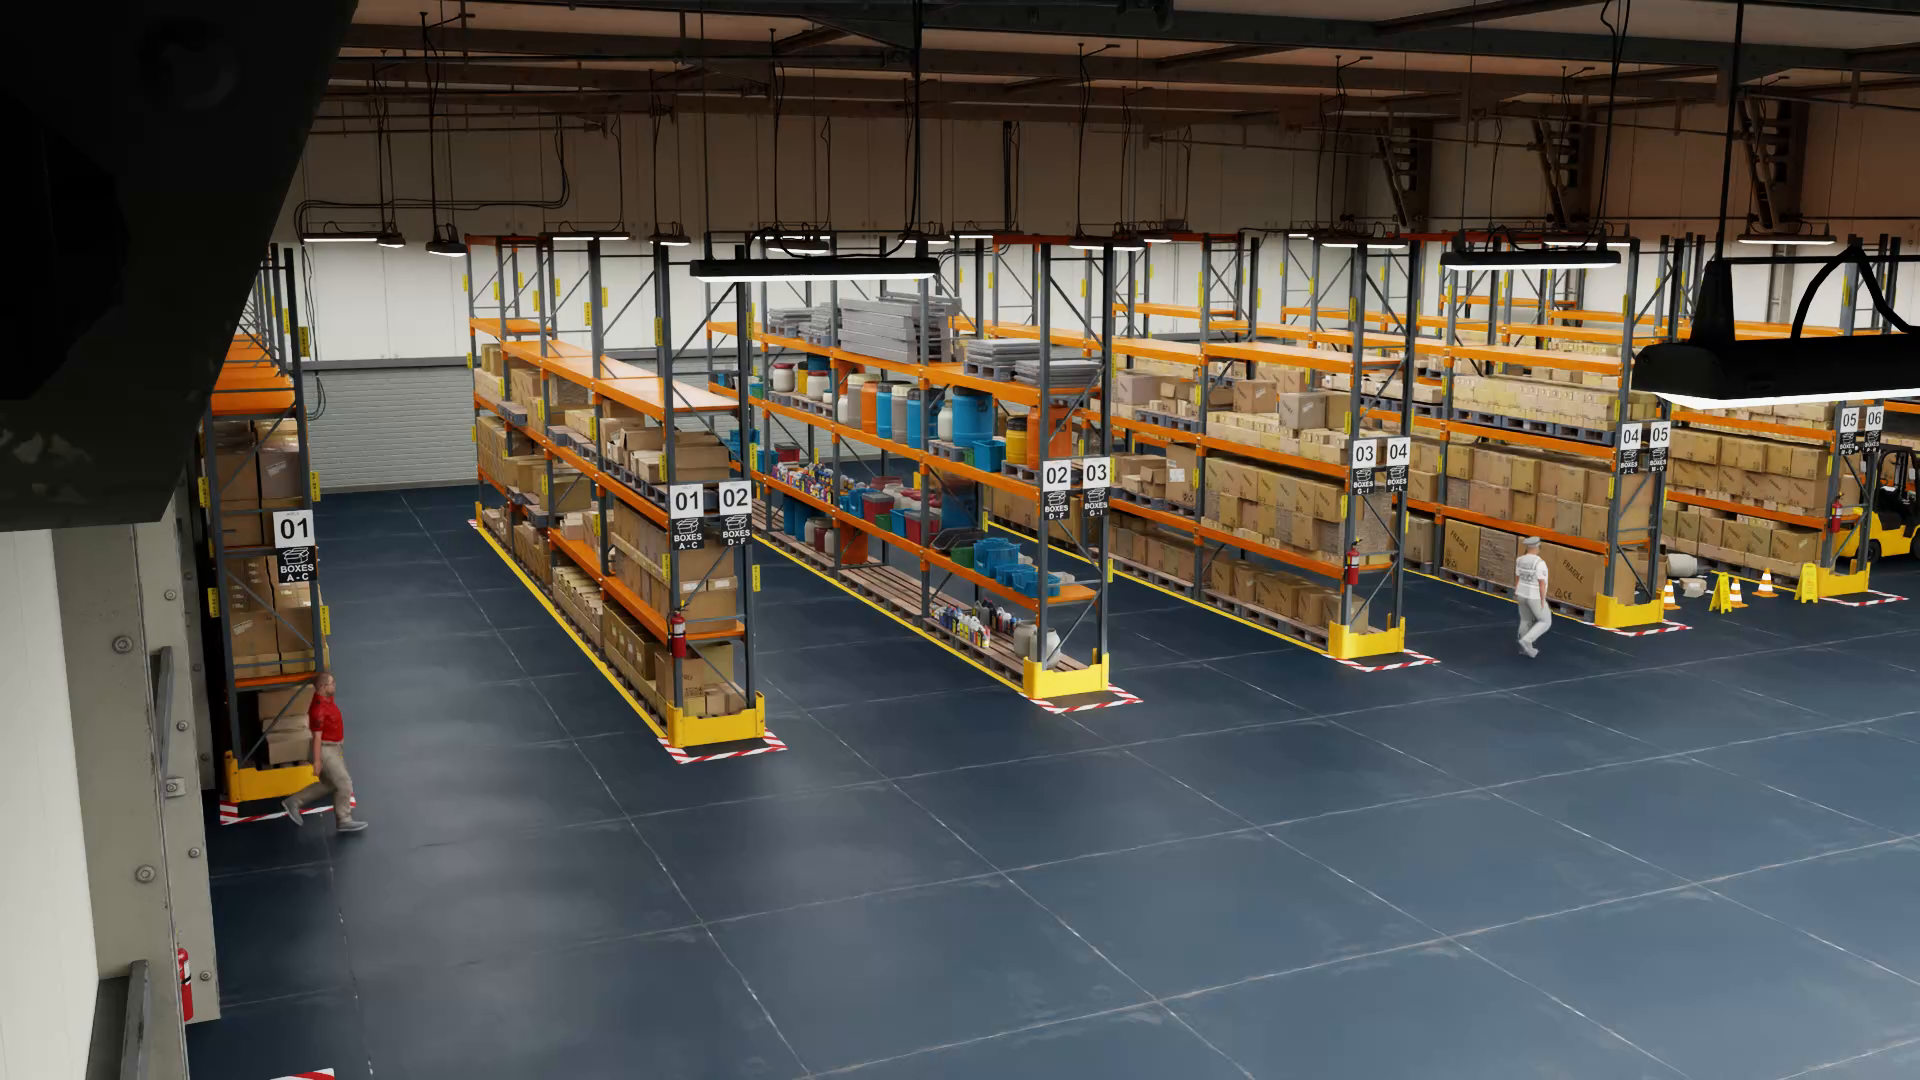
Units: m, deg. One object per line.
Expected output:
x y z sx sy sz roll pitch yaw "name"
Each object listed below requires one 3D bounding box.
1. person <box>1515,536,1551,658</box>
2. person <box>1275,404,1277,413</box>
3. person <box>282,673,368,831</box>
8.270 0.826 24.145 0.556 1.756 0.556 -6 13 -29 "person"
8.633 -3.117 44.434 1.099 1.677 0.574 -7 13 -31 "person"
-6.647 2.200 17.277 0.883 1.681 0.567 -2 11 -9 "person"
